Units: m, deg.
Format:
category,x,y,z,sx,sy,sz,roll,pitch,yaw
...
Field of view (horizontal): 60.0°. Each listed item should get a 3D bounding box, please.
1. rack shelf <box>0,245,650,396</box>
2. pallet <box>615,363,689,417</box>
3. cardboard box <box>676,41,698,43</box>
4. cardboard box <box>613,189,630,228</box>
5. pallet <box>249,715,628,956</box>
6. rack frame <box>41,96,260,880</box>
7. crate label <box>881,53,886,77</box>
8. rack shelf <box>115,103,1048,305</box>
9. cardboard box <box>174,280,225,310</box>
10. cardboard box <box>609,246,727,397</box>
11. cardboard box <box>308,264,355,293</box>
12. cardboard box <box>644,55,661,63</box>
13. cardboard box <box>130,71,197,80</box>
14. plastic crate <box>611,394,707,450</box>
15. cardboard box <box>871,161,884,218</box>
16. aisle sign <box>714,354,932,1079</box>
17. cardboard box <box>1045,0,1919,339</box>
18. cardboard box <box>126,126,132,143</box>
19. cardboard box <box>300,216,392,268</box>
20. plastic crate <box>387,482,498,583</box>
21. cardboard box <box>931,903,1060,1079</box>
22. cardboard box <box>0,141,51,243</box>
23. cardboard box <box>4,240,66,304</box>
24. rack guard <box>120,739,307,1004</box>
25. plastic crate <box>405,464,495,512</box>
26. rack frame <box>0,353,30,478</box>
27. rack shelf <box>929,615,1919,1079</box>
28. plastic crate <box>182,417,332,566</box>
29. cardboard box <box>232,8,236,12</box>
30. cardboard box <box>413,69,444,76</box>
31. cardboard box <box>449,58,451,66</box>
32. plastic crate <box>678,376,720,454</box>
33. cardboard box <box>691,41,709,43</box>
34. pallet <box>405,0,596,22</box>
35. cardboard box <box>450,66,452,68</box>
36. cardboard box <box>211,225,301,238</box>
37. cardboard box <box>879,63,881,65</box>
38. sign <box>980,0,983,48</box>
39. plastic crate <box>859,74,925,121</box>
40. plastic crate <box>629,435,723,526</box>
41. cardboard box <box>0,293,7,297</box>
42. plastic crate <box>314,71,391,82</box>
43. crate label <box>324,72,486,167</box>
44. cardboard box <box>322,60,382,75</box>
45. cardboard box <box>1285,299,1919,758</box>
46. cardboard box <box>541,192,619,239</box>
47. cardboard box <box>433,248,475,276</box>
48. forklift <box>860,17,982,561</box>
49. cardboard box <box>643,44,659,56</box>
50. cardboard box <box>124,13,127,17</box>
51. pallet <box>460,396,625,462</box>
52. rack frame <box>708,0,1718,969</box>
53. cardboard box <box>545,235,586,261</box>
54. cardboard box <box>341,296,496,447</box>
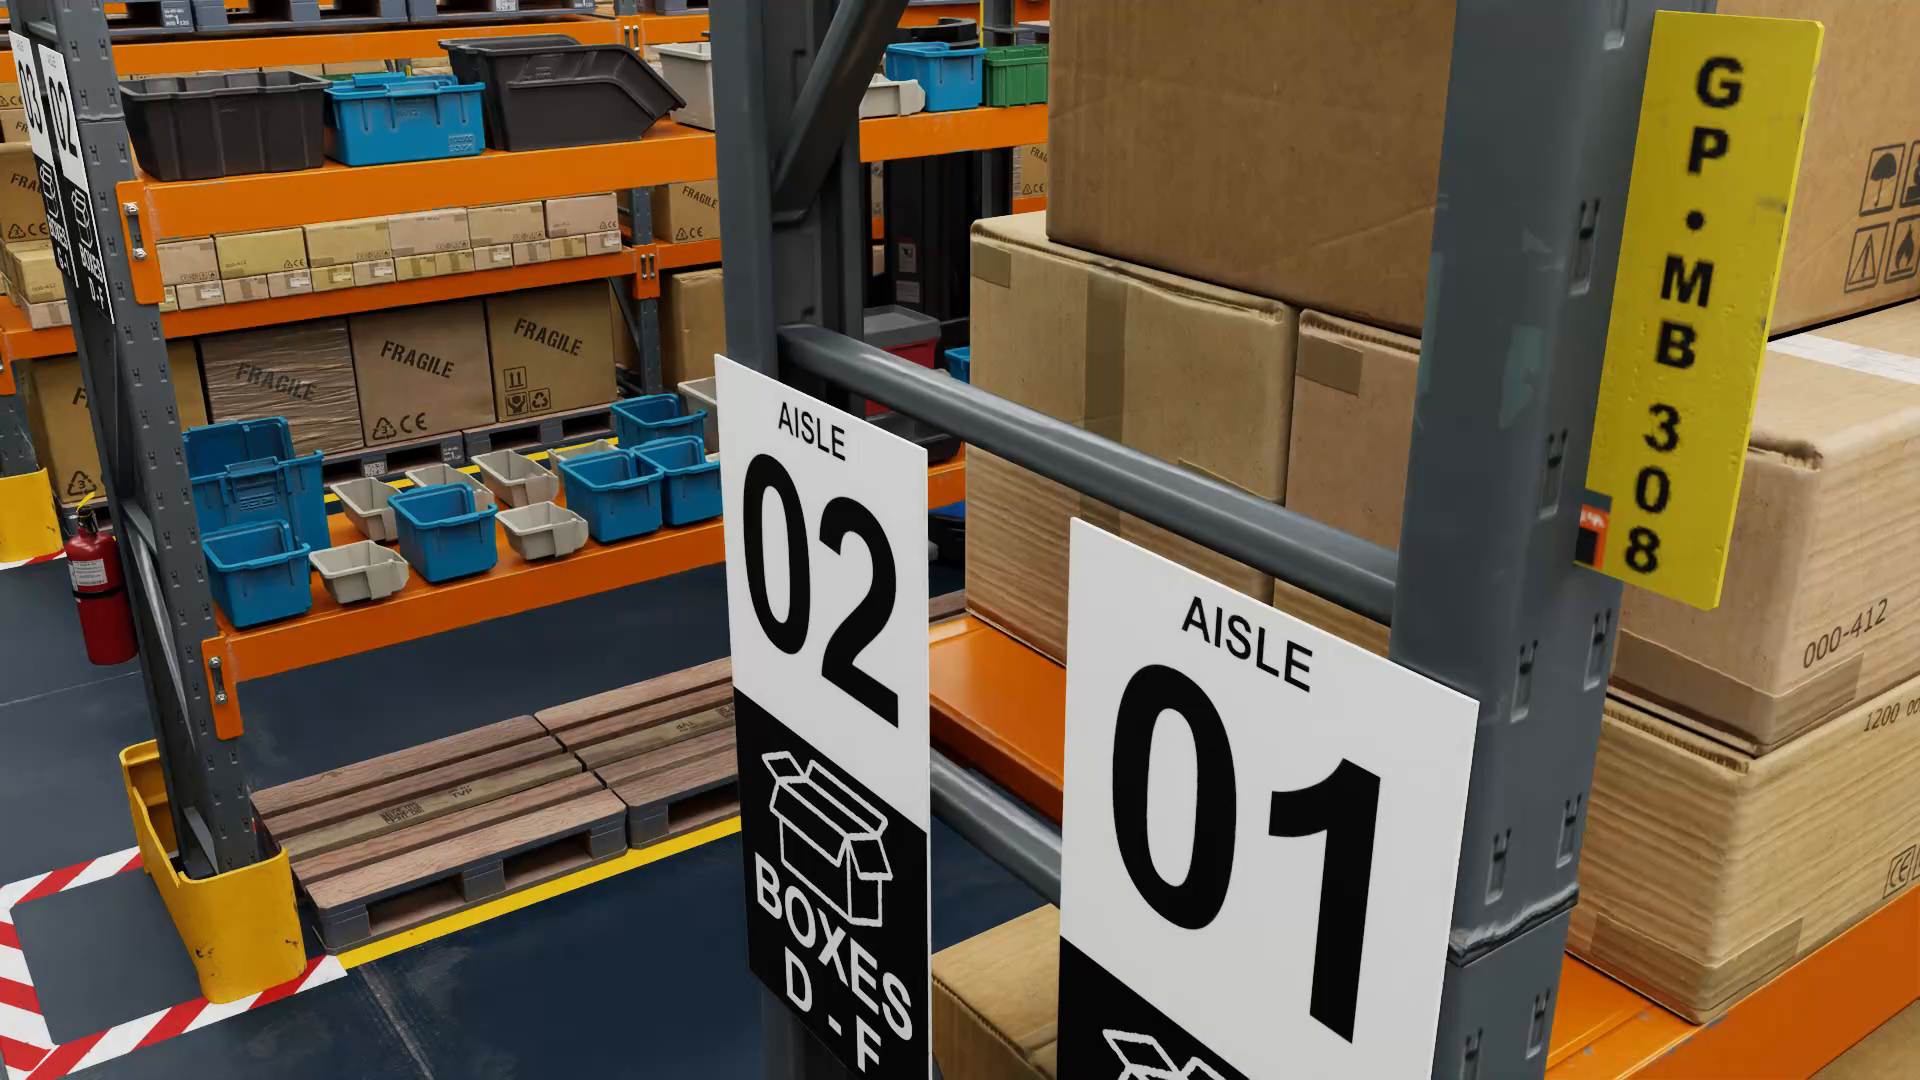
category,x,y,z,sx,sy,sz,roll,pitch,yaw
rack shelf,-4.070,-1.569,10.751,4.000,0.370,1.077,-15,26,-33
pallet,-1.865,-1.230,12.694,1.213,0.211,1.003,-15,26,-33
cardboard box,-3.641,-6.822,21.843,0.500,0.500,0.500,-14,26,-32
cardboard box,-2.227,-2.565,12.143,0.500,0.500,0.500,-15,26,-33
pallet,-2.109,1.149,6.733,1.213,0.211,1.003,-15,26,-33
rack frame,-2.801,0.020,5.798,0.127,3.000,1.000,-15,26,-33
crate label,-0.120,-2.097,7.413,0.466,0.136,0.293,-15,26,-33
rack shelf,-1.178,-1.472,6.461,4.000,0.370,1.077,-15,26,-33
cardboard box,-4.587,-1.499,9.945,0.250,0.149,0.380,-15,26,-34
cardboard box,-1.939,-1.688,12.380,0.875,0.875,1.225,-15,26,-33
cardboard box,-3.965,-1.664,10.358,0.250,0.149,0.380,-16,27,-34
cardboard box,-3.137,-4.861,16.999,0.250,0.149,0.380,-16,27,-35
cardboard box,-6.736,-3.979,13.934,0.500,0.500,0.500,-16,27,-34
plastic crate,-1.284,-0.451,7.125,0.300,0.233,0.416,-15,26,-33
cardboard box,-0.697,-2.737,12.573,0.500,0.500,0.500,-14,26,-32
aisle sign,-0.146,0.226,1.774,0.004,0.787,0.394,-15,26,-33
cardboard box,0.496,-0.509,1.593,0.500,0.500,0.700,-15,26,-33
cardboard box,-7.158,-3.408,13.854,0.500,0.500,0.500,-15,26,-32
cardboard box,-3.898,-1.898,10.406,0.500,0.250,0.500,-16,27,-34
plastic crate,-1.874,-0.027,6.061,0.300,0.233,0.416,-15,26,-33
cardboard box,0.289,0.821,2.307,0.500,0.500,0.500,-15,26,-33
cardboard box,-5.452,-2.071,9.829,0.500,0.500,0.500,-15,26,-32
cardboard box,-5.147,-1.561,9.562,0.500,0.250,0.500,-16,27,-34
rack guard,-2.813,1.190,6.239,0.348,0.500,1.175,-15,26,-33
plastic crate,-2.001,-0.174,6.561,0.243,0.136,0.396,-15,26,-33
rack frame,-5.694,-1.470,9.532,0.127,3.000,1.000,-15,26,-33
rack shelf,1.712,0.019,2.724,4.000,0.370,1.077,-15,26,-33
plastic crate,-2.639,-0.153,6.103,0.499,0.435,0.616,-15,26,-33
cardboard box,-10.193,-7.200,23.192,0.500,0.500,0.700,-15,26,-32
cardboard box,-5.050,-4.350,15.720,0.250,0.149,0.380,-14,25,-30
cardboard box,-6.050,-5.935,20.250,0.500,0.250,0.500,-16,27,-34
plastic crate,-0.901,-0.543,7.289,0.530,0.282,0.437,-15,26,-33
cardboard box,-3.525,-6.574,22.096,0.250,0.149,0.380,-14,26,-31
pallet,-3.117,-3.514,10.727,1.213,0.211,1.003,-15,26,-33
cardboard box,-6.070,-5.706,20.351,0.500,0.250,0.500,-15,26,-33
cardboard box,-4.324,-2.131,9.980,0.500,0.500,0.500,-16,27,-34
cardboard box,-1.081,-4.889,17.966,0.500,0.500,0.500,-15,26,-33
sign,0.126,-2.409,7.826,0.005,0.325,0.100,-15,26,-33
plastic crate,-0.364,-1.726,6.484,0.466,0.136,0.293,-15,26,-33
plastic crate,-1.096,-0.234,6.581,0.300,0.233,0.416,-15,26,-33
cardboard box,-7.933,-2.029,13.813,0.250,0.149,0.380,-14,26,-31
plastic crate,-2.167,-1.574,6.032,0.336,0.188,0.450,-15,26,-33
crate label,-1.864,-1.406,5.527,0.502,0.251,0.408,-15,26,-33
cardboard box,-5.485,-4.316,14.779,0.500,0.500,0.500,-16,27,-35
cardboard box,0.658,-0.077,1.523,0.500,0.250,0.500,-15,26,-33
cardboard box,-2.652,-2.230,11.237,0.500,0.250,0.500,-15,26,-34
cardboard box,-3.338,-1.831,10.778,0.250,0.149,0.380,-14,26,-32
forklift,-0.549,-1.511,9.727,3.031,2.935,1.130,10,24,24
cardboard box,-4.117,-6.372,21.590,0.250,0.149,0.380,-17,27,-36
cardboard box,-8.873,-5.535,18.237,0.500,0.500,0.500,-15,26,-34
pallet,-3.110,-0.899,11.866,1.213,0.211,1.003,-15,26,-33
rack frame,0.089,-1.275,0.950,0.127,3.000,1.000,-15,26,-33
cardboard box,-2.712,-1.998,11.196,0.250,0.149,0.380,-14,26,-32
cardboard box,-3.760,-1.230,11.232,0.875,0.875,0.875,-15,26,-33
